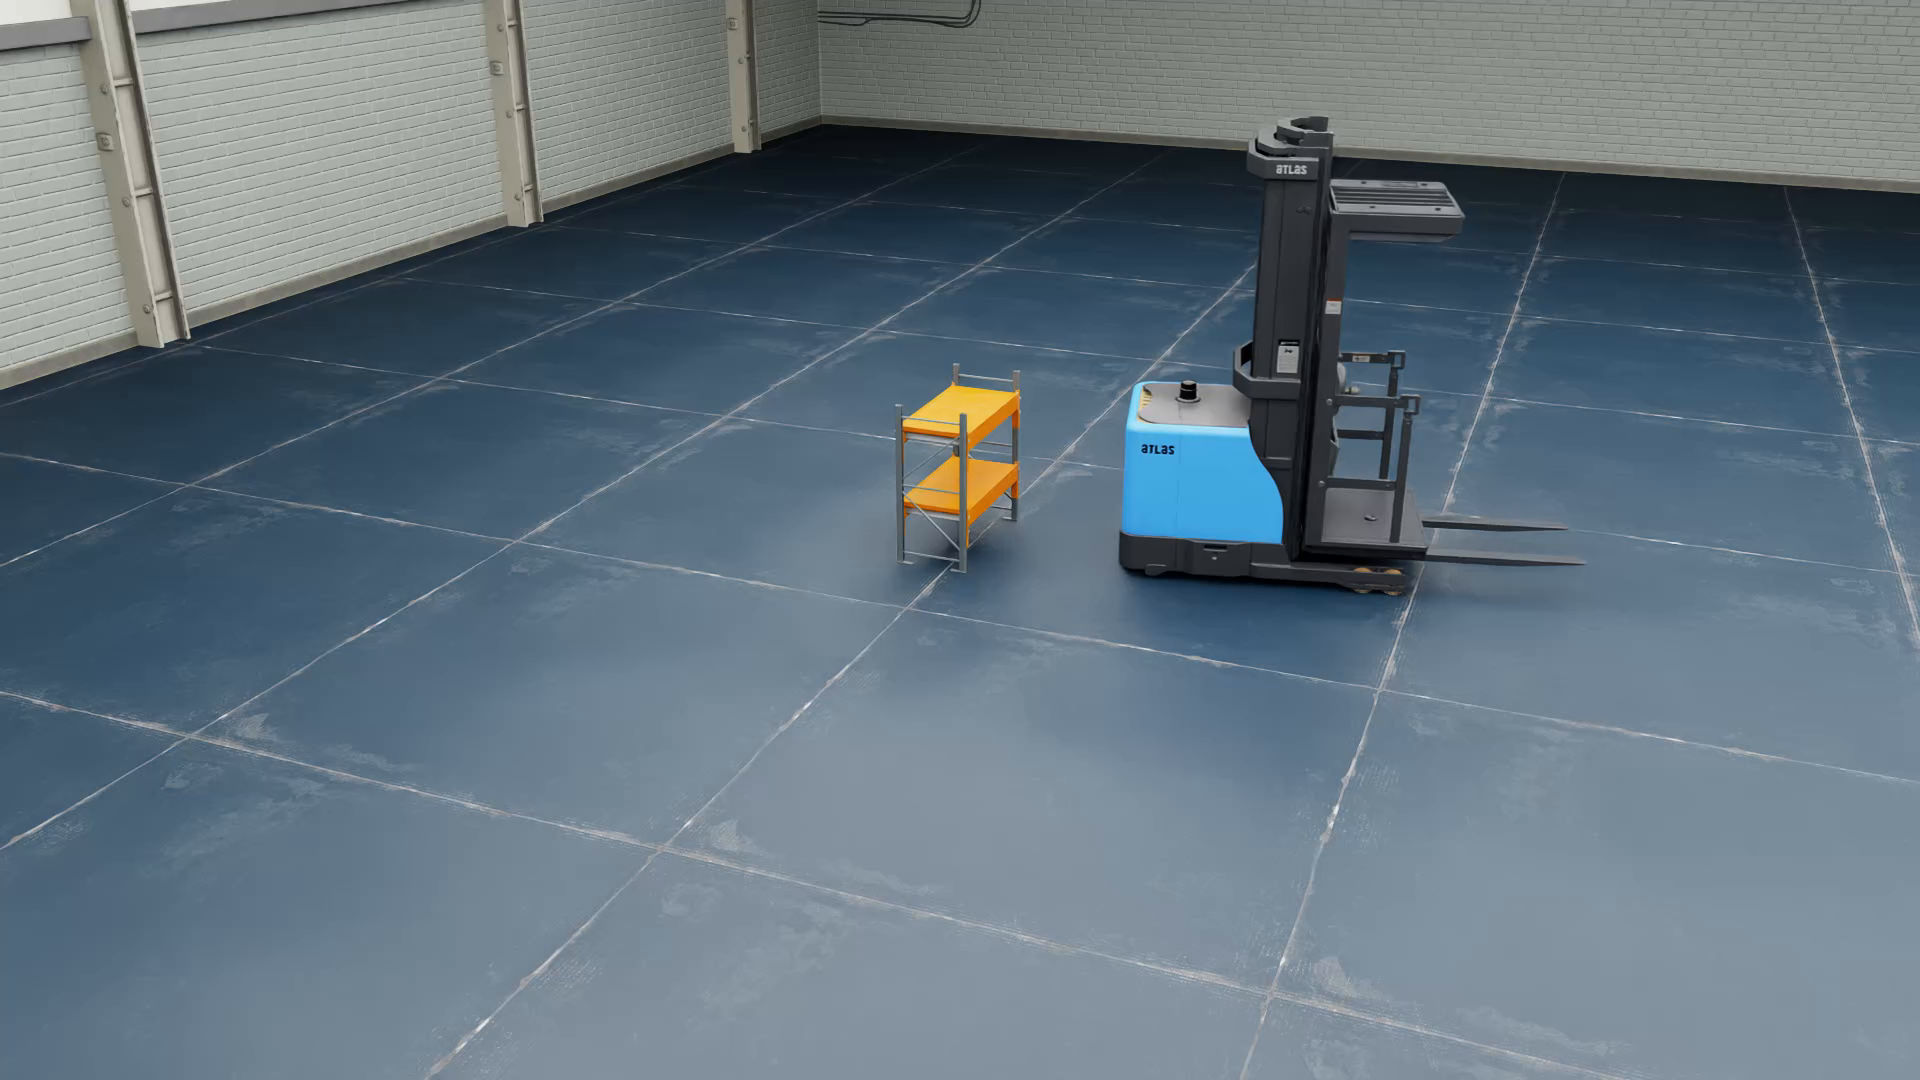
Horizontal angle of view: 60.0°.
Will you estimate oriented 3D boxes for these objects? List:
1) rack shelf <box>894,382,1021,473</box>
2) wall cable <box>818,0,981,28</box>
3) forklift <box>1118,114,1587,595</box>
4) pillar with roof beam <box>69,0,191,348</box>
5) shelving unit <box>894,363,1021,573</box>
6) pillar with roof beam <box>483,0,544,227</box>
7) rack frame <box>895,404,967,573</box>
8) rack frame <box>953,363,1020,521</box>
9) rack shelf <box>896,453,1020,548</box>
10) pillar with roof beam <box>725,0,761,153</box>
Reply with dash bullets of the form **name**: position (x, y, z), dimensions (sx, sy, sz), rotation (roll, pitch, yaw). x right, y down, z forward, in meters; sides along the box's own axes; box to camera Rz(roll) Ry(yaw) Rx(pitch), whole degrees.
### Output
- **rack shelf**: position (-0.003, -0.787, 11.415), dimensions (0.538, 0.278, 1.000), rotation (9, 24, 20)
- **wall cable**: position (-1.100, -9.846, 27.675), dimensions (3.097, 2.526, 0.112), rotation (9, 24, 20)
- **forklift**: position (2.630, -1.211, 10.846), dimensions (3.031, 2.935, 1.130), rotation (3, 23, 8)
- **pillar with roof beam**: position (-3.882, -5.503, 13.250), dimensions (9.100, 9.000, 0.400), rotation (9, 24, 20)
- **shelving unit**: position (-0.003, -0.517, 11.527), dimensions (0.538, 1.125, 1.048), rotation (9, 24, 20)
- **pillar with roof beam**: position (-1.654, -7.650, 18.390), dimensions (9.100, 9.000, 0.400), rotation (9, 24, 20)
- **rack frame**: position (-0.191, -0.335, 11.092), dimensions (0.500, 1.125, 0.032), rotation (9, 24, 20)
- **rack frame**: position (0.186, -0.699, 11.963), dimensions (0.500, 1.125, 0.032), rotation (9, 24, 20)
- **rack shelf**: position (-0.003, -0.291, 11.622), dimensions (0.538, 0.278, 1.000), rotation (9, 24, 20)
- **pillar with roof beam**: position (0.575, -9.797, 23.530), dimensions (9.100, 9.000, 0.400), rotation (9, 24, 20)
